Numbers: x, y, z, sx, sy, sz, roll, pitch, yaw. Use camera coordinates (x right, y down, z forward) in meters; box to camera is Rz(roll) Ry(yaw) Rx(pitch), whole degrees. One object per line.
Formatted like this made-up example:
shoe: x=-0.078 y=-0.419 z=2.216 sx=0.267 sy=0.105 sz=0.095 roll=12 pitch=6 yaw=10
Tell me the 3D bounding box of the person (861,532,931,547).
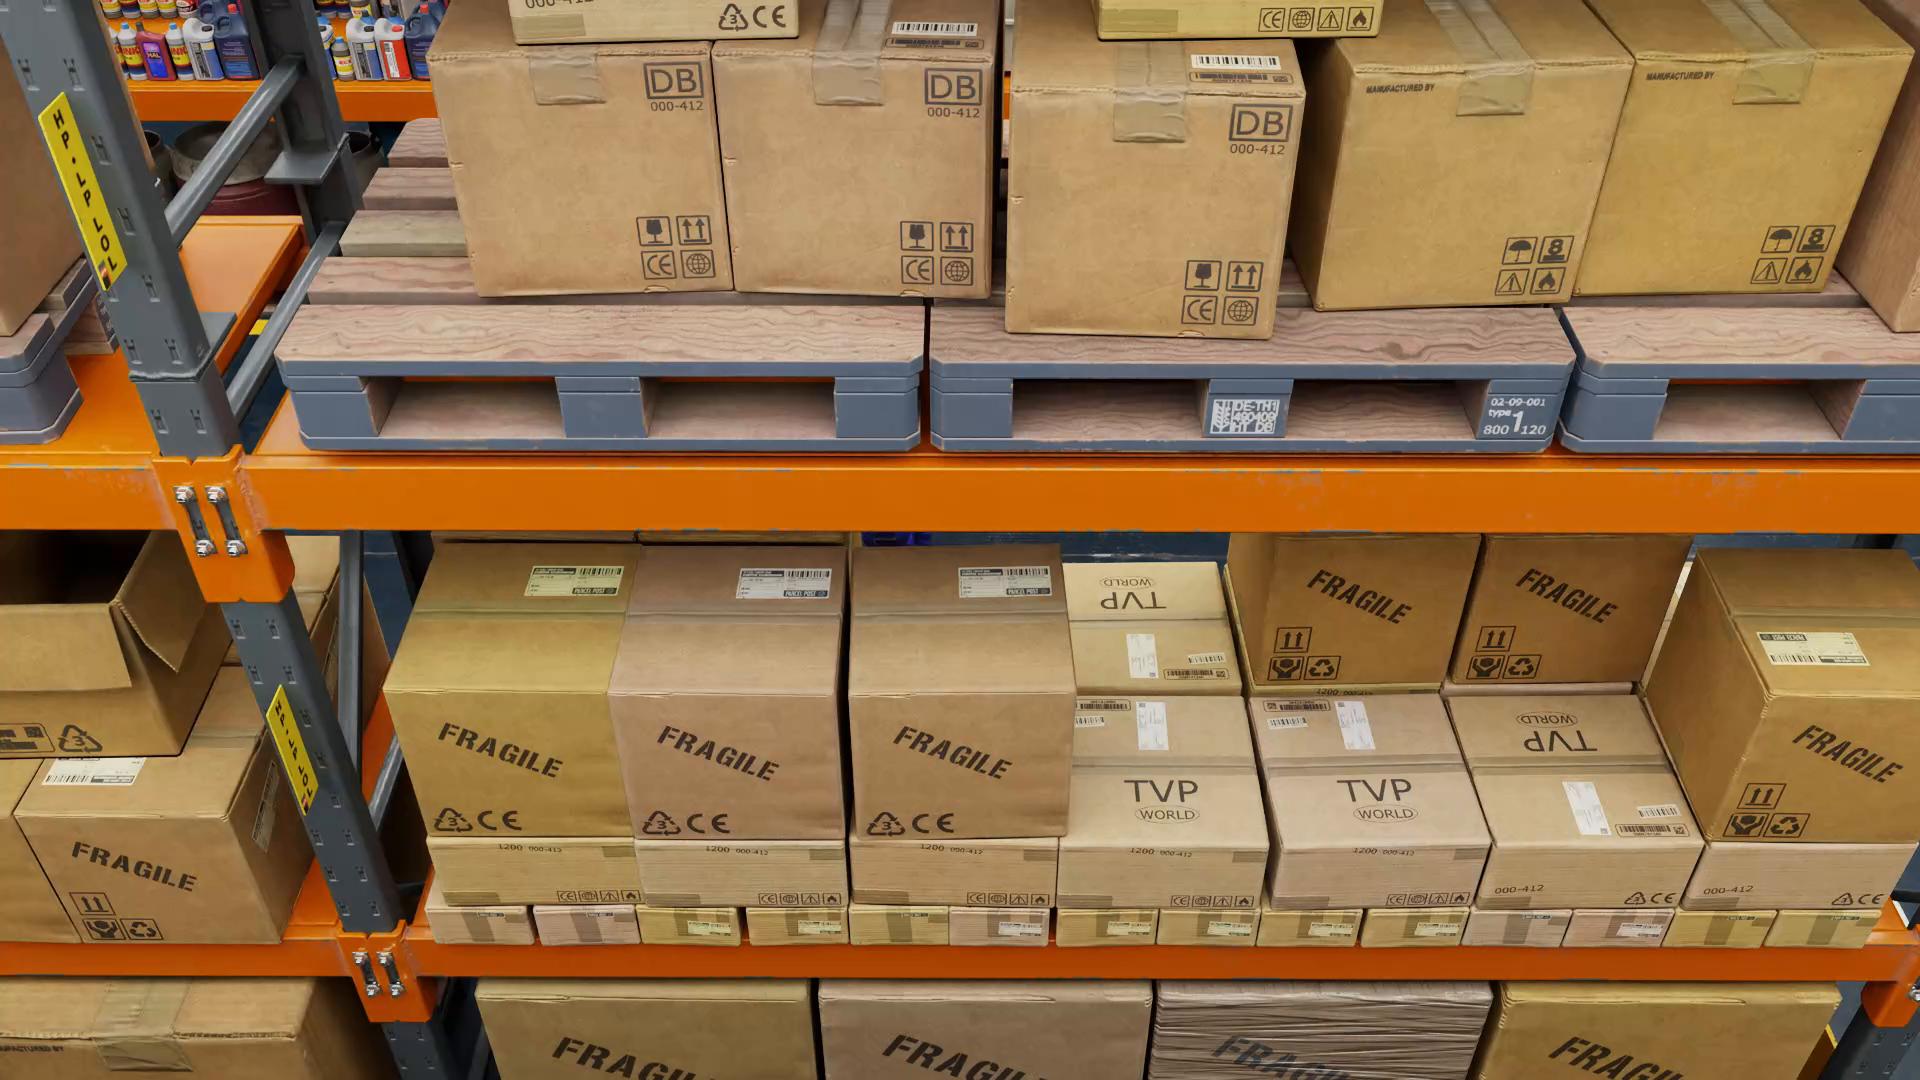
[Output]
person: x=-0.251 y=0.181 z=5.942 sx=0.348 sy=1.655 sz=0.528 roll=-1 pitch=40 yaw=-2
